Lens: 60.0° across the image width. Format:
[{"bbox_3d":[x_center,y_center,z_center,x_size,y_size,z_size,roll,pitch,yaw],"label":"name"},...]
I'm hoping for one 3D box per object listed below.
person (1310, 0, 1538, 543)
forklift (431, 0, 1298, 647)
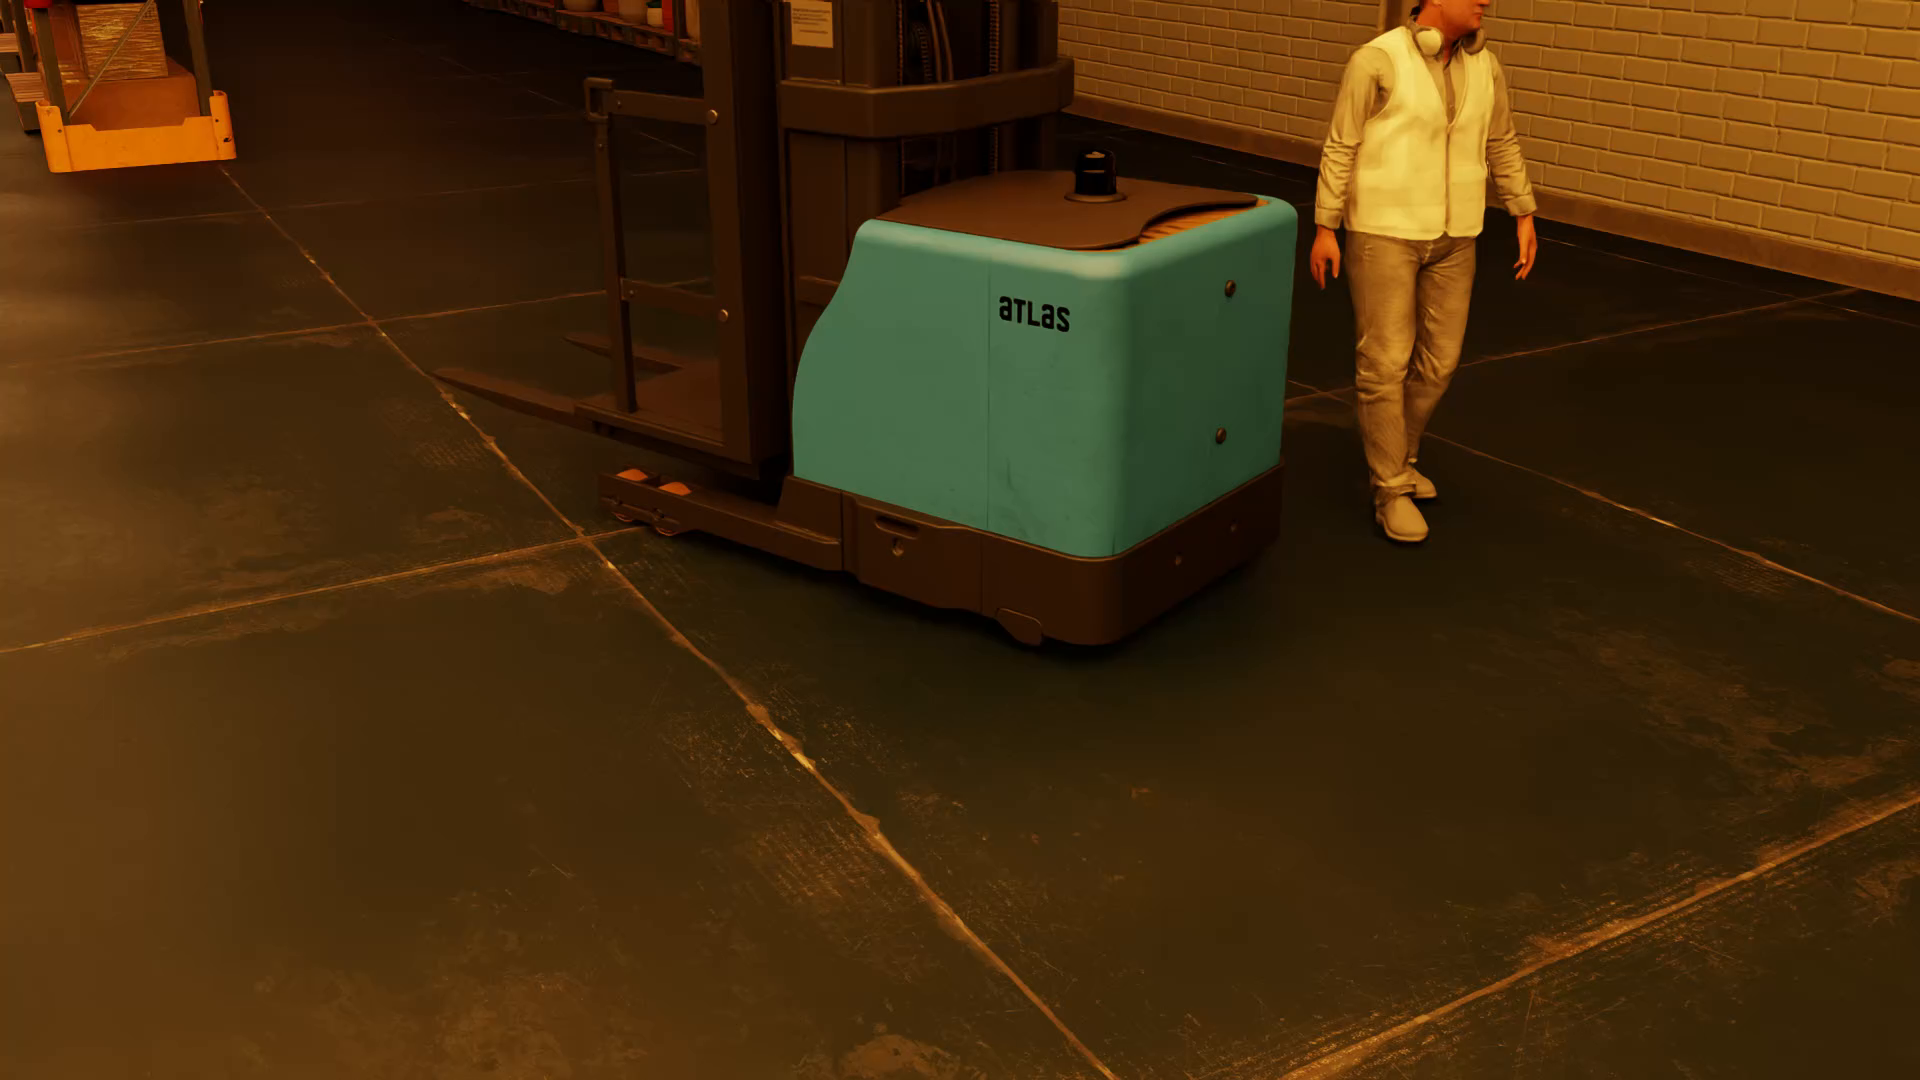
[{"bbox_3d":[1.458,-0.916,5.056,0.694,1.760,0.646,-8,24,-19],"label":"person"},{"bbox_3d":[-0.521,-1.509,4.951,3.031,2.935,1.130,16,27,34],"label":"forklift"}]
